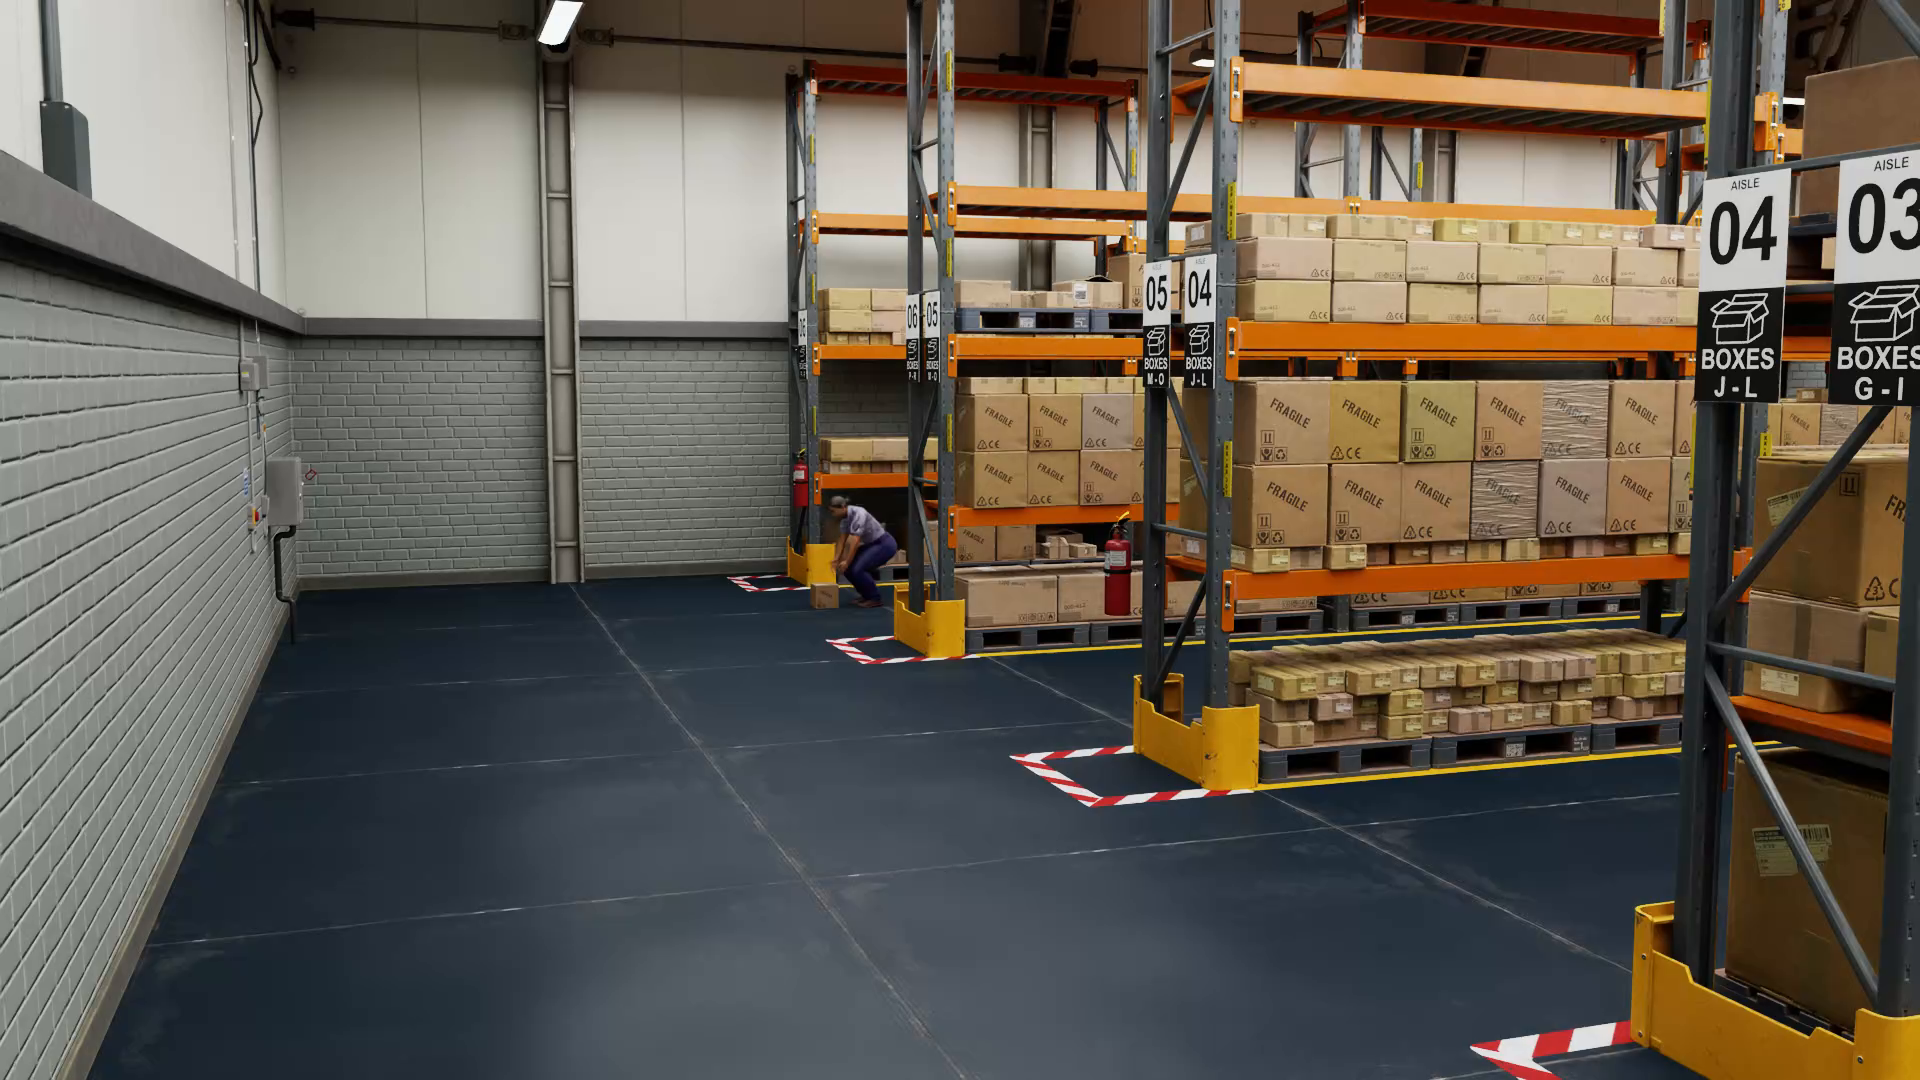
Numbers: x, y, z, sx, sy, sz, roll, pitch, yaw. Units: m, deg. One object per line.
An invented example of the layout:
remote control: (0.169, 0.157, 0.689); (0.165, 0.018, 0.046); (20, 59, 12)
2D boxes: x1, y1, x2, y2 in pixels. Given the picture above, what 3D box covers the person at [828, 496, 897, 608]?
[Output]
person: (-1.041, 0.114, 17.771); (0.742, 1.198, 0.539); (-2, 6, -19)
